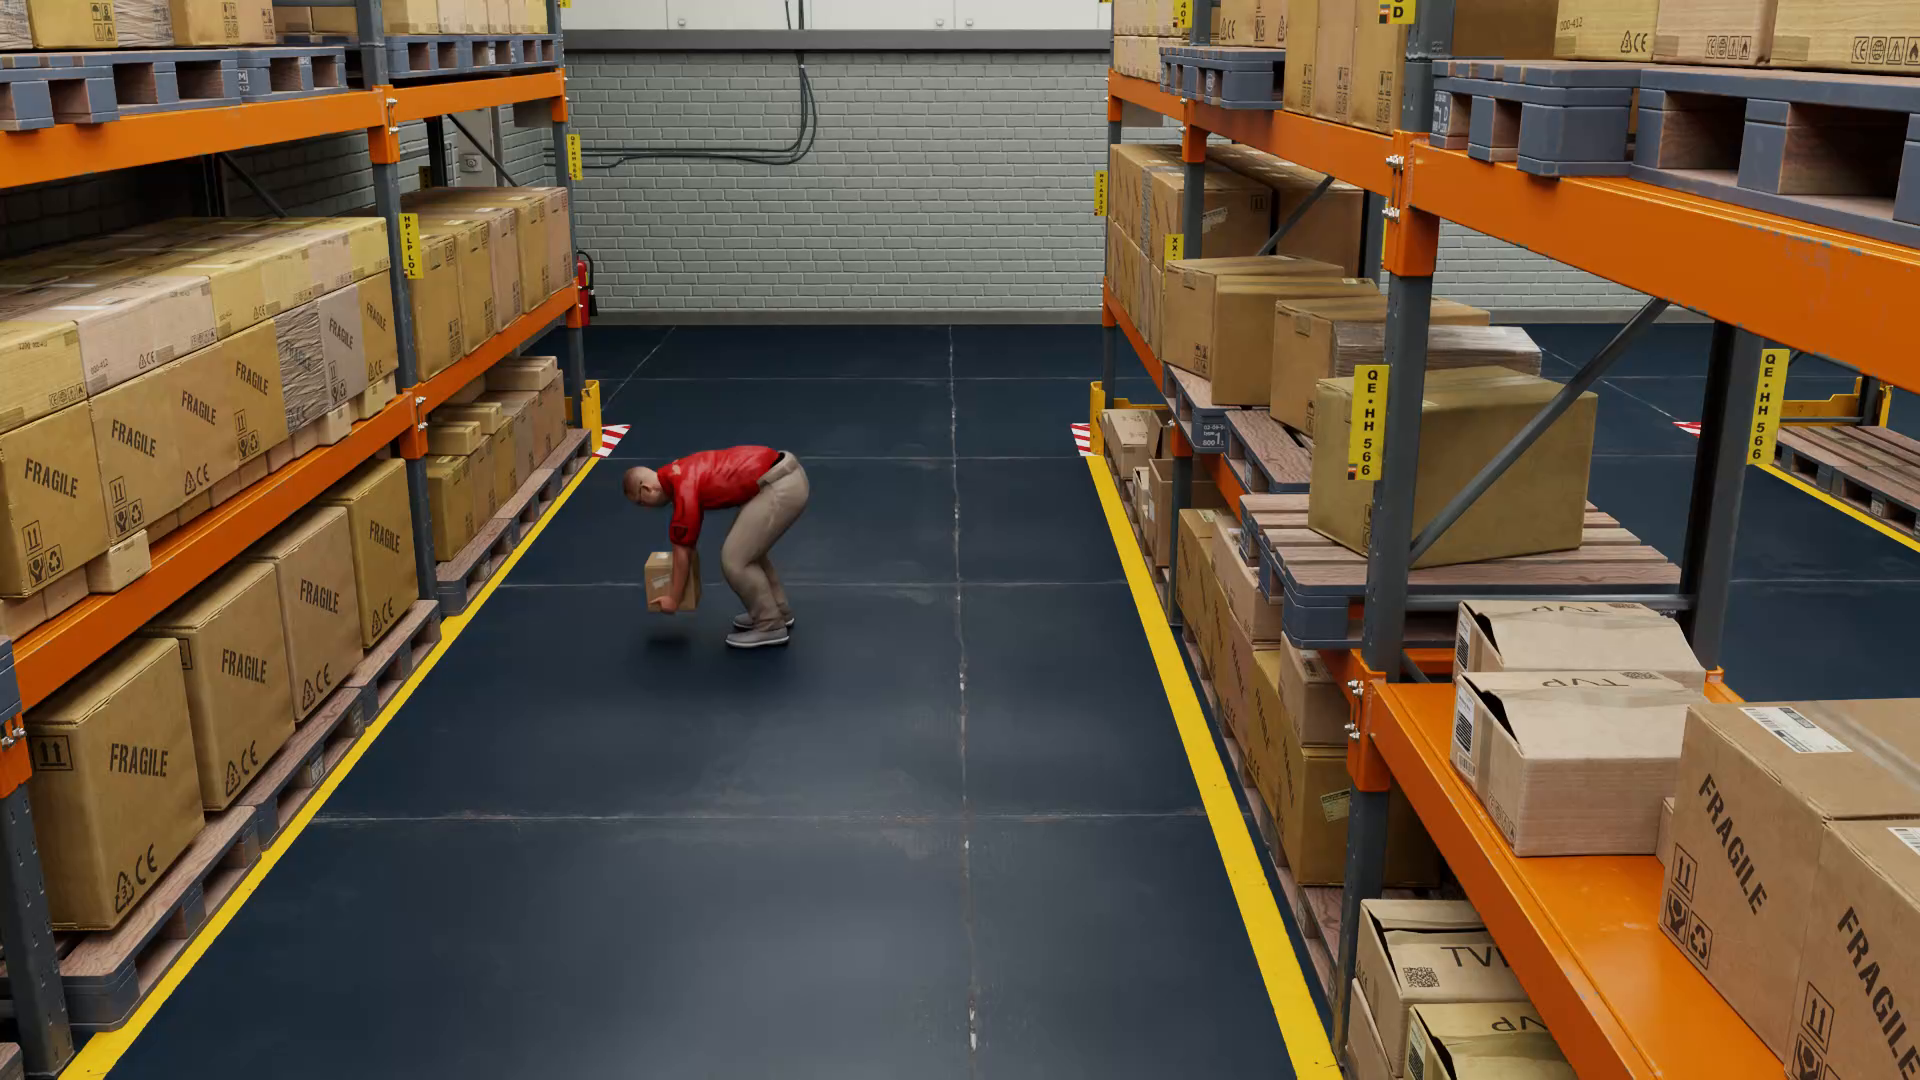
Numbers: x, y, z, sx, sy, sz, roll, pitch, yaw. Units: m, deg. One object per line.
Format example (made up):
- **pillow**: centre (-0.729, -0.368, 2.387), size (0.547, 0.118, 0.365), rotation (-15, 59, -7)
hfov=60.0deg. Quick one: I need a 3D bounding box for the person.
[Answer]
- **person**: centre (-1.263, 0.022, 8.707), size (0.963, 1.026, 0.517), rotation (-1, 17, -3)
